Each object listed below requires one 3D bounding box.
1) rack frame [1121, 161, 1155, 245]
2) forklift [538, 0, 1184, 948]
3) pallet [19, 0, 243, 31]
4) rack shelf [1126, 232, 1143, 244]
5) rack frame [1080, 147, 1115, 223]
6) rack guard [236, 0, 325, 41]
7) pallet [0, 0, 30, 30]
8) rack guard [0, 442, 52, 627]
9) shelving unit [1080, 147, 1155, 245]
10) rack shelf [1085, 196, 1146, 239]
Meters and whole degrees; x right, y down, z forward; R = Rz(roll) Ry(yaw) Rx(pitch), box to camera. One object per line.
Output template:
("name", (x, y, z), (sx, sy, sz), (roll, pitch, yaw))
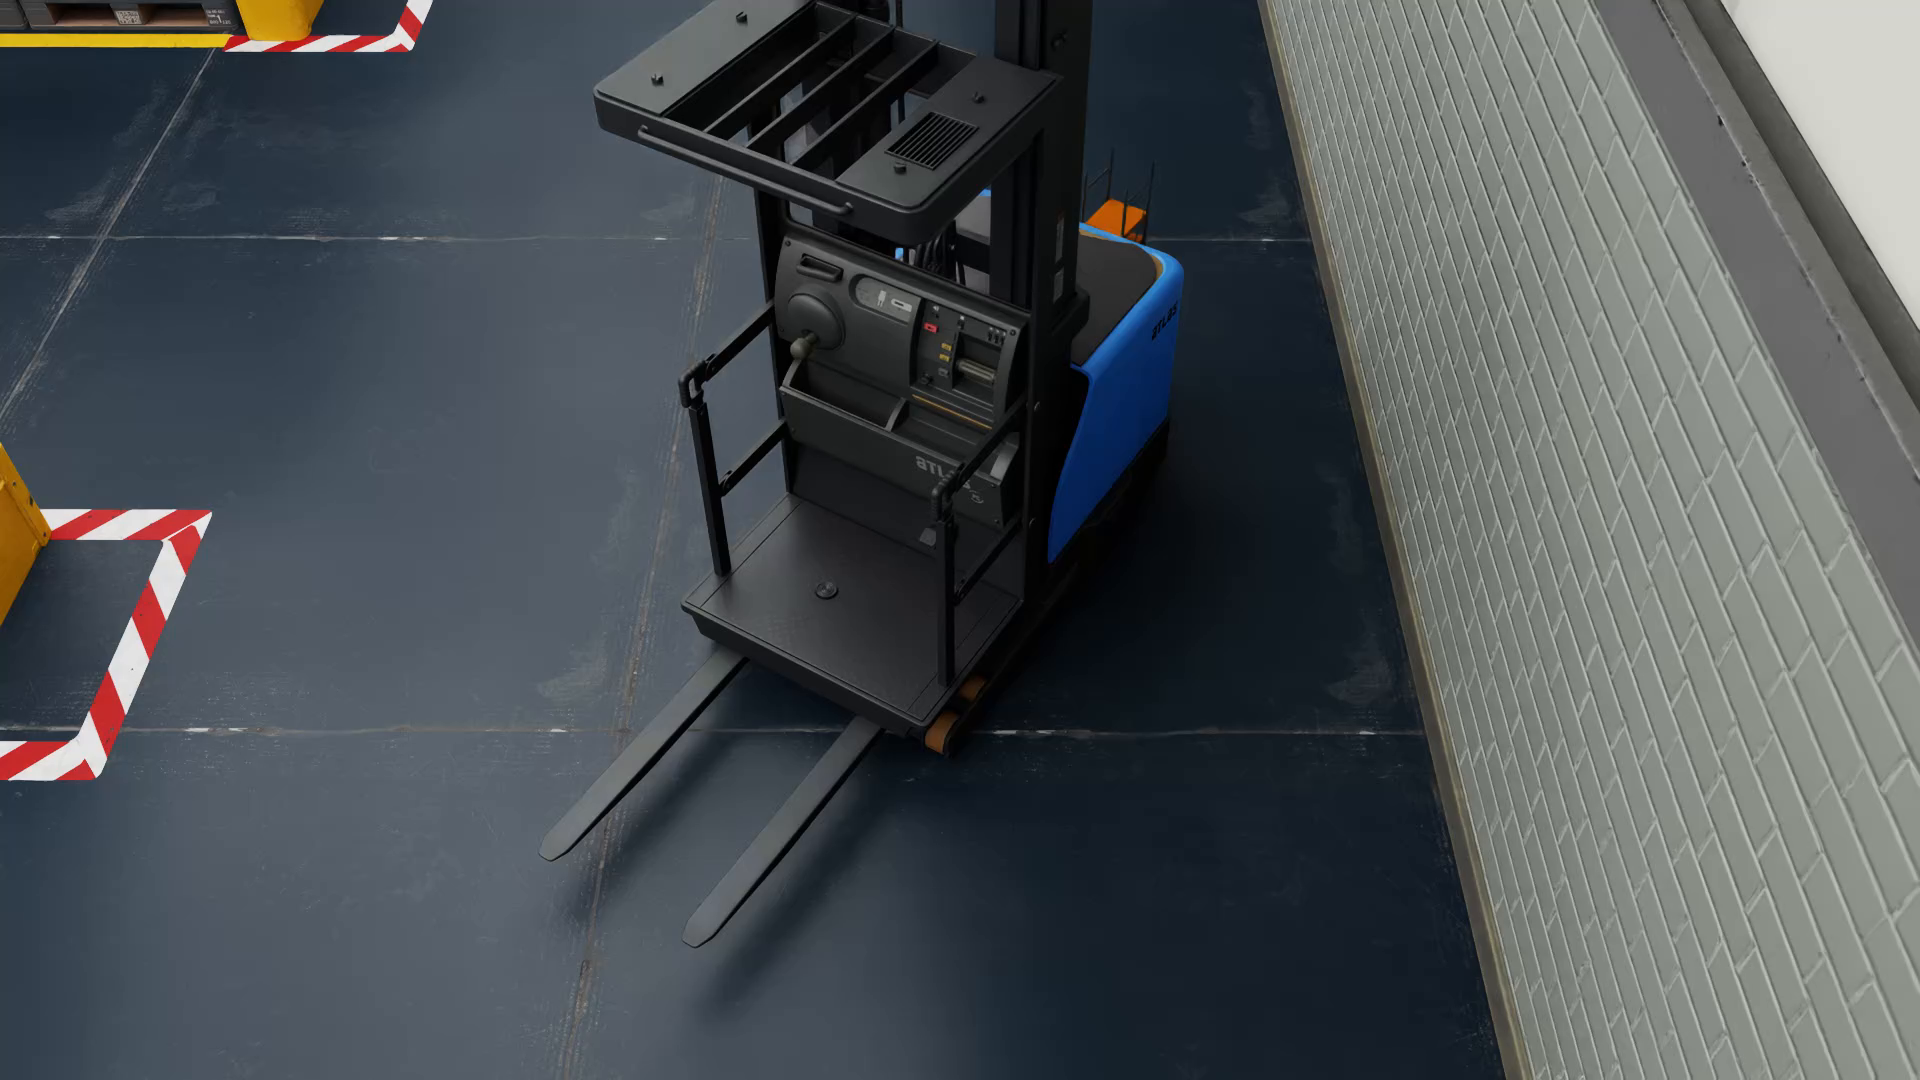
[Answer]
("rack frame", (0.696, -1.009, 6.944), (0.006, 1.200, 0.240), (25, 50, 21))
("forklift", (-0.329, -0.612, 5.398), (1.130, 2.935, 3.031), (24, 52, 21))
("pallet", (-4.747, -3.364, 9.818), (1.213, 0.211, 1.003), (0, 47, 0))
("rack shelf", (0.623, -1.182, 6.838), (0.180, 0.103, 0.258), (25, 50, 21))
("rack frame", (0.542, -1.080, 7.010), (0.006, 1.200, 0.240), (25, 50, 21))
("rack guard", (-3.898, -3.442, 9.693), (0.348, 0.500, 1.175), (0, 47, 0))
("pallet", (-5.964, -3.370, 9.823), (1.213, 0.211, 1.003), (0, 47, 0))
("rack guard", (-3.917, 0.193, 6.309), (0.348, 0.500, 1.175), (0, 47, 0))
("shelving unit", (0.619, -1.045, 6.977), (0.189, 1.200, 0.258), (25, 50, 21))
("rack shelf", (0.625, -1.266, 6.752), (0.180, 0.103, 0.258), (25, 50, 21))
